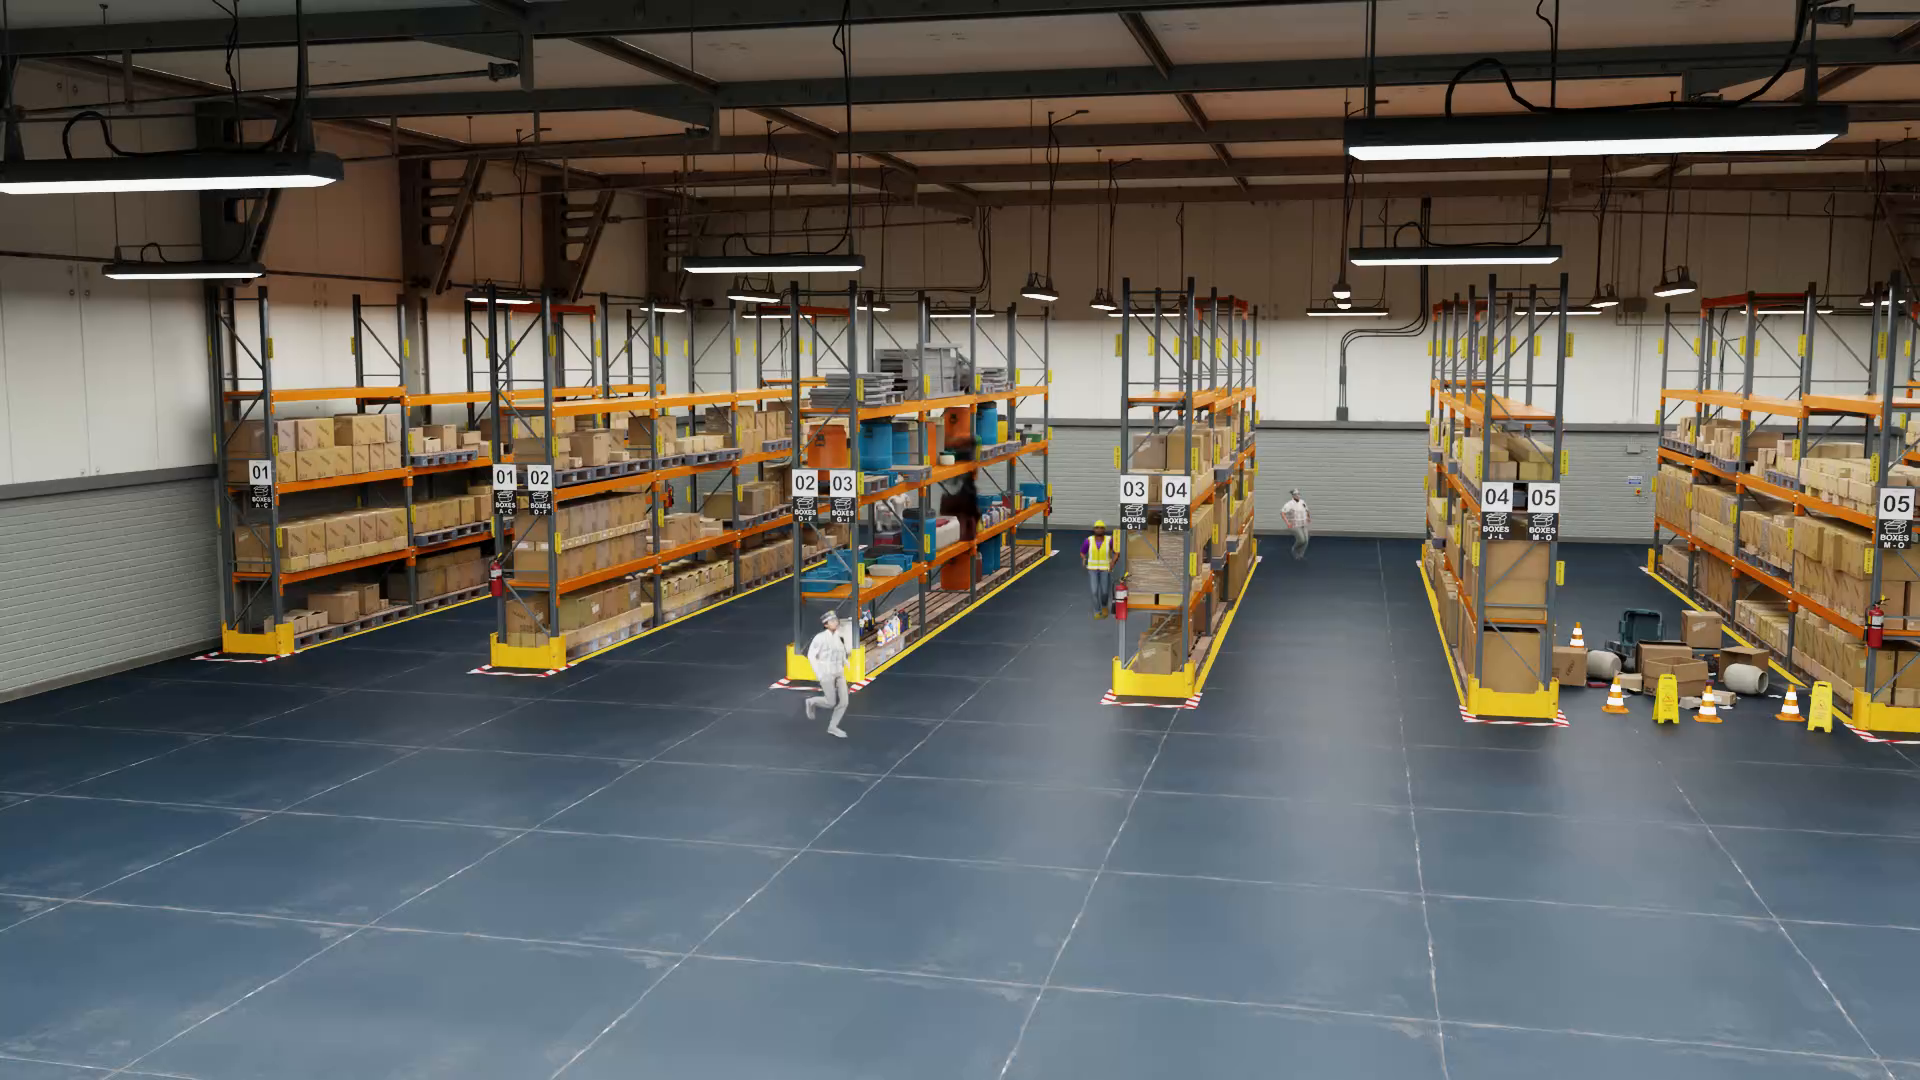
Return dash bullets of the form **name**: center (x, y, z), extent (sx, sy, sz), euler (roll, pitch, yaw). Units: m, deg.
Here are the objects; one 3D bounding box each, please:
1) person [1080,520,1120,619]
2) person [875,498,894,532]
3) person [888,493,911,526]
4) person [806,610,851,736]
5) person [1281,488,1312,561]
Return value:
- **person**: center (2.427, 0.524, 29.027), extent (0.696, 1.735, 0.558), euler (1, 7, 10)
- **person**: center (-1.843, -0.360, 39.797), extent (0.513, 1.627, 0.817), euler (1, 7, 5)
- **person**: center (-1.485, -0.534, 41.628), extent (0.578, 1.566, 0.663), euler (-3, 7, -24)
- **person**: center (-1.695, 1.716, 21.611), extent (0.565, 1.637, 0.622), euler (6, 9, 43)
- **person**: center (7.962, -0.351, 39.168), extent (0.733, 1.736, 0.515), euler (-3, 7, -25)
